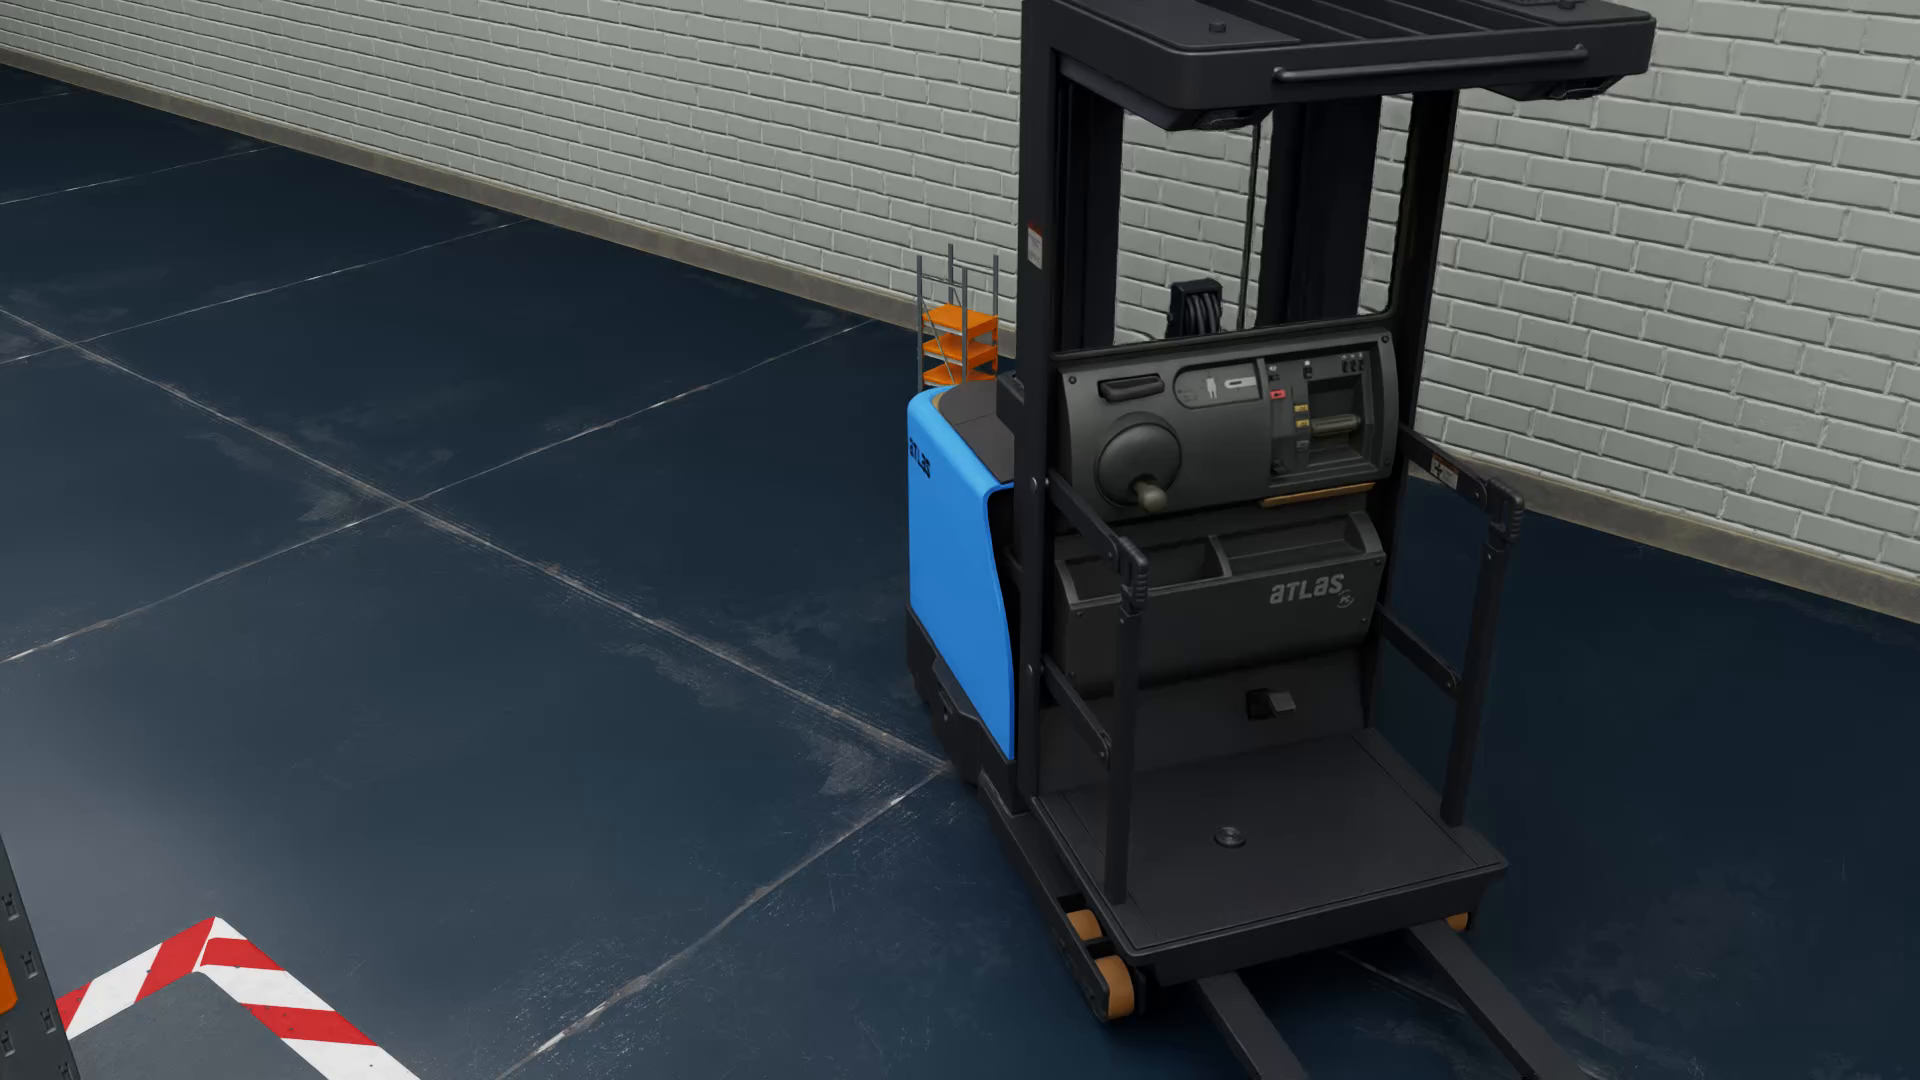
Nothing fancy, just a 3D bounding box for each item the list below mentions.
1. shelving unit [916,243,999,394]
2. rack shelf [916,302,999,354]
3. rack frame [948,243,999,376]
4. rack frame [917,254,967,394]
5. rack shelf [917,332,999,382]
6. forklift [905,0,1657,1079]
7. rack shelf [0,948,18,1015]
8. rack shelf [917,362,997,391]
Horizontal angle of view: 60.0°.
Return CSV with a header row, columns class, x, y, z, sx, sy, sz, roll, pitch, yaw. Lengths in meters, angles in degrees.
class,x,y,z,sx,sy,sz,roll,pitch,yaw
shelving unit,-0.009,-0.528,6.464,0.258,1.200,0.189,21,34,34
rack shelf,-0.009,-0.808,6.319,0.258,0.103,0.180,21,34,34
rack frame,0.049,-0.560,6.527,0.240,1.200,0.006,21,34,34
rack frame,-0.067,-0.495,6.402,0.240,1.200,0.006,21,34,34
rack shelf,-0.009,-0.701,6.375,0.258,0.103,0.180,21,34,34
forklift,0.772,-0.263,4.068,1.130,2.935,3.031,-9,29,-17
rack shelf,-3.383,1.242,1.867,1.077,0.370,4.000,21,34,34
rack shelf,-0.009,-0.595,6.430,0.258,0.103,0.180,21,34,34
